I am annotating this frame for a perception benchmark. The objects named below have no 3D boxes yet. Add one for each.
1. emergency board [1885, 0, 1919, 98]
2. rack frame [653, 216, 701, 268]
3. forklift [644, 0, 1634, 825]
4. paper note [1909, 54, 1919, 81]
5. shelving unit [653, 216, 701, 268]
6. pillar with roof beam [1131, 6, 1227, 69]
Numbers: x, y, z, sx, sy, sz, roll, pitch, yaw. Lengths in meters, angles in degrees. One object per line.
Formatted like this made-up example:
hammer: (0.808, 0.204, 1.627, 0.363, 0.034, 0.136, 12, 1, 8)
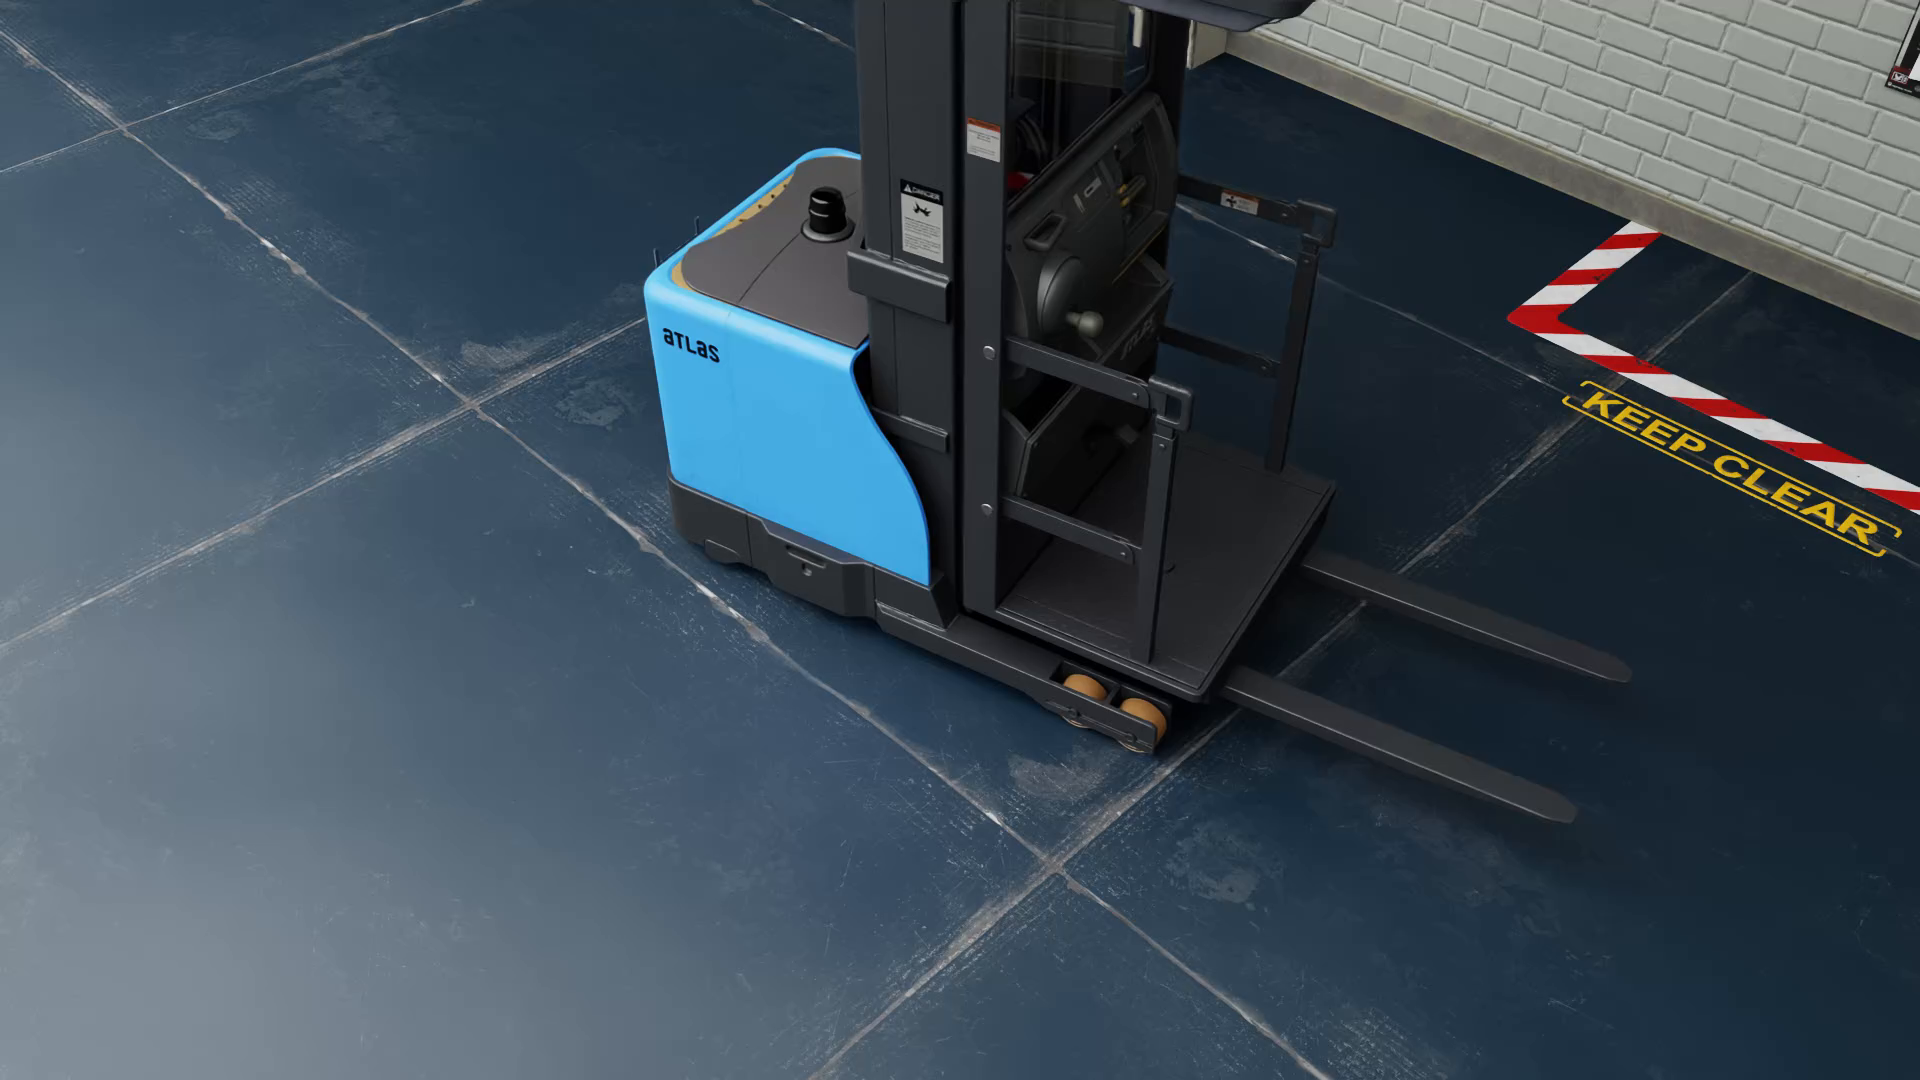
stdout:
emergency board: (3.644, -1.951, 5.651, 0.157, 1.169, 0.626, -34, 53, -31)
rack frame: (-0.942, -0.690, 5.833, 0.006, 0.900, 0.240, 22, 47, 22)
forklift: (0.552, -0.847, 4.507, 3.031, 2.935, 1.130, 22, 47, 22)
paper note: (3.562, -1.732, 6.064, 0.016, 0.148, 0.142, -34, 53, -31)
shelving unit: (-0.854, -0.655, 5.795, 0.210, 0.900, 0.258, 22, 47, 22)
pillar with roof beam: (-1.929, -3.755, 3.183, 9.100, 9.000, 0.400, -34, 53, -31)
